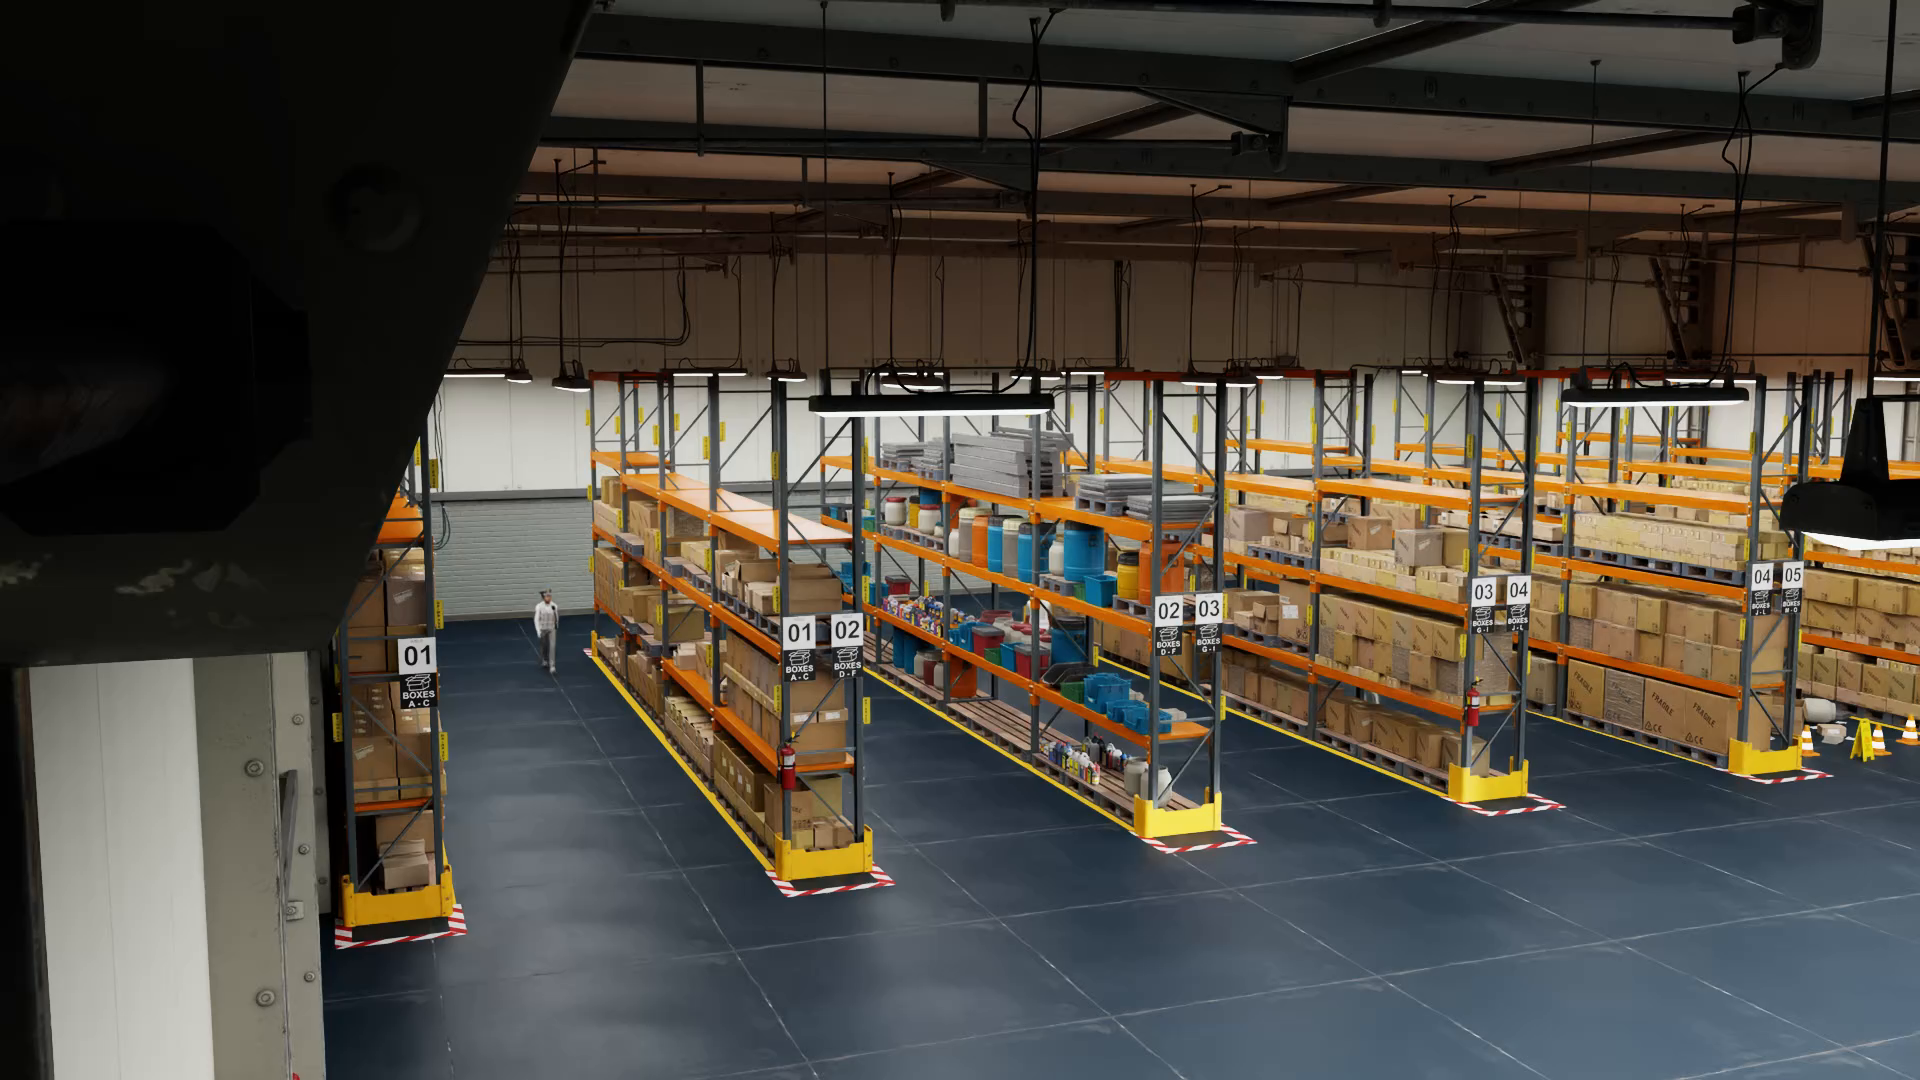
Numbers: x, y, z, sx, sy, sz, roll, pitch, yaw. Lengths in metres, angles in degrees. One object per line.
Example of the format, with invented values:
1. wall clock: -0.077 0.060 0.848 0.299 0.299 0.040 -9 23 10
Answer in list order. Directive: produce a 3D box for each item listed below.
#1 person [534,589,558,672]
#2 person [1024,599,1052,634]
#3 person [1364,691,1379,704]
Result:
1. person: -8.281 1.784 33.308 0.486 1.620 1.028 -2 7 -16
2. person: 1.561 1.785 32.857 0.587 1.784 0.511 -2 7 -15
3. person: 7.146 2.251 29.148 0.514 1.683 0.489 -2 7 -16
